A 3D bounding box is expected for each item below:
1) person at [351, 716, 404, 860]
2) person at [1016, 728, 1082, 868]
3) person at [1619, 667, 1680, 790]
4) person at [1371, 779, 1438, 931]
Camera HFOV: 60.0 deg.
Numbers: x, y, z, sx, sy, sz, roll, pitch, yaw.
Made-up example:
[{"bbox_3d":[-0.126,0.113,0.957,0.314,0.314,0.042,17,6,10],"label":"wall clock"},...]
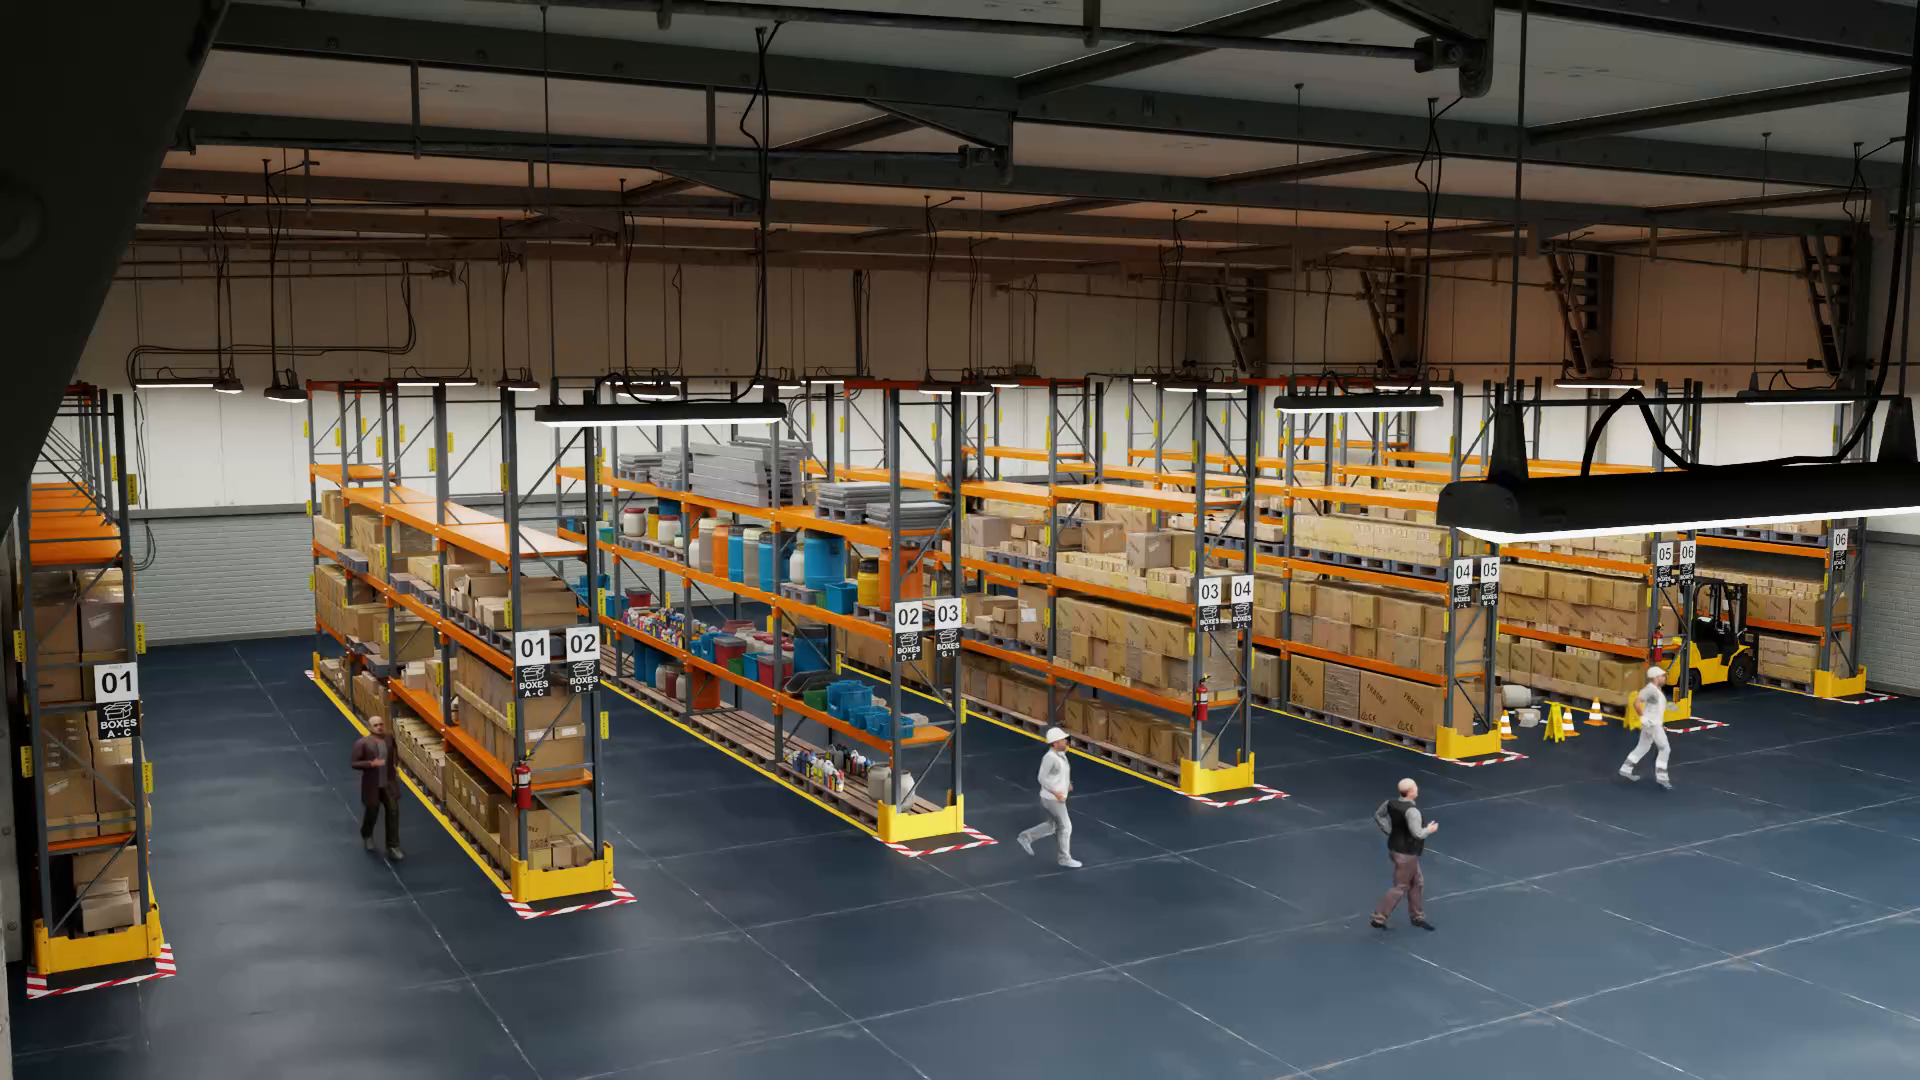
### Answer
[{"bbox_3d":[-7.464,3.145,21.354,0.701,1.792,0.949,-5,8,-40],"label":"person"},{"bbox_3d":[1.123,3.221,20.914,0.840,1.768,0.660,1,6,10],"label":"person"},{"bbox_3d":[10.338,2.801,24.917,0.809,1.839,0.638,2,6,18],"label":"person"},{"bbox_3d":[4.926,3.505,18.406,0.801,1.753,0.654,-1,6,-8],"label":"person"}]
